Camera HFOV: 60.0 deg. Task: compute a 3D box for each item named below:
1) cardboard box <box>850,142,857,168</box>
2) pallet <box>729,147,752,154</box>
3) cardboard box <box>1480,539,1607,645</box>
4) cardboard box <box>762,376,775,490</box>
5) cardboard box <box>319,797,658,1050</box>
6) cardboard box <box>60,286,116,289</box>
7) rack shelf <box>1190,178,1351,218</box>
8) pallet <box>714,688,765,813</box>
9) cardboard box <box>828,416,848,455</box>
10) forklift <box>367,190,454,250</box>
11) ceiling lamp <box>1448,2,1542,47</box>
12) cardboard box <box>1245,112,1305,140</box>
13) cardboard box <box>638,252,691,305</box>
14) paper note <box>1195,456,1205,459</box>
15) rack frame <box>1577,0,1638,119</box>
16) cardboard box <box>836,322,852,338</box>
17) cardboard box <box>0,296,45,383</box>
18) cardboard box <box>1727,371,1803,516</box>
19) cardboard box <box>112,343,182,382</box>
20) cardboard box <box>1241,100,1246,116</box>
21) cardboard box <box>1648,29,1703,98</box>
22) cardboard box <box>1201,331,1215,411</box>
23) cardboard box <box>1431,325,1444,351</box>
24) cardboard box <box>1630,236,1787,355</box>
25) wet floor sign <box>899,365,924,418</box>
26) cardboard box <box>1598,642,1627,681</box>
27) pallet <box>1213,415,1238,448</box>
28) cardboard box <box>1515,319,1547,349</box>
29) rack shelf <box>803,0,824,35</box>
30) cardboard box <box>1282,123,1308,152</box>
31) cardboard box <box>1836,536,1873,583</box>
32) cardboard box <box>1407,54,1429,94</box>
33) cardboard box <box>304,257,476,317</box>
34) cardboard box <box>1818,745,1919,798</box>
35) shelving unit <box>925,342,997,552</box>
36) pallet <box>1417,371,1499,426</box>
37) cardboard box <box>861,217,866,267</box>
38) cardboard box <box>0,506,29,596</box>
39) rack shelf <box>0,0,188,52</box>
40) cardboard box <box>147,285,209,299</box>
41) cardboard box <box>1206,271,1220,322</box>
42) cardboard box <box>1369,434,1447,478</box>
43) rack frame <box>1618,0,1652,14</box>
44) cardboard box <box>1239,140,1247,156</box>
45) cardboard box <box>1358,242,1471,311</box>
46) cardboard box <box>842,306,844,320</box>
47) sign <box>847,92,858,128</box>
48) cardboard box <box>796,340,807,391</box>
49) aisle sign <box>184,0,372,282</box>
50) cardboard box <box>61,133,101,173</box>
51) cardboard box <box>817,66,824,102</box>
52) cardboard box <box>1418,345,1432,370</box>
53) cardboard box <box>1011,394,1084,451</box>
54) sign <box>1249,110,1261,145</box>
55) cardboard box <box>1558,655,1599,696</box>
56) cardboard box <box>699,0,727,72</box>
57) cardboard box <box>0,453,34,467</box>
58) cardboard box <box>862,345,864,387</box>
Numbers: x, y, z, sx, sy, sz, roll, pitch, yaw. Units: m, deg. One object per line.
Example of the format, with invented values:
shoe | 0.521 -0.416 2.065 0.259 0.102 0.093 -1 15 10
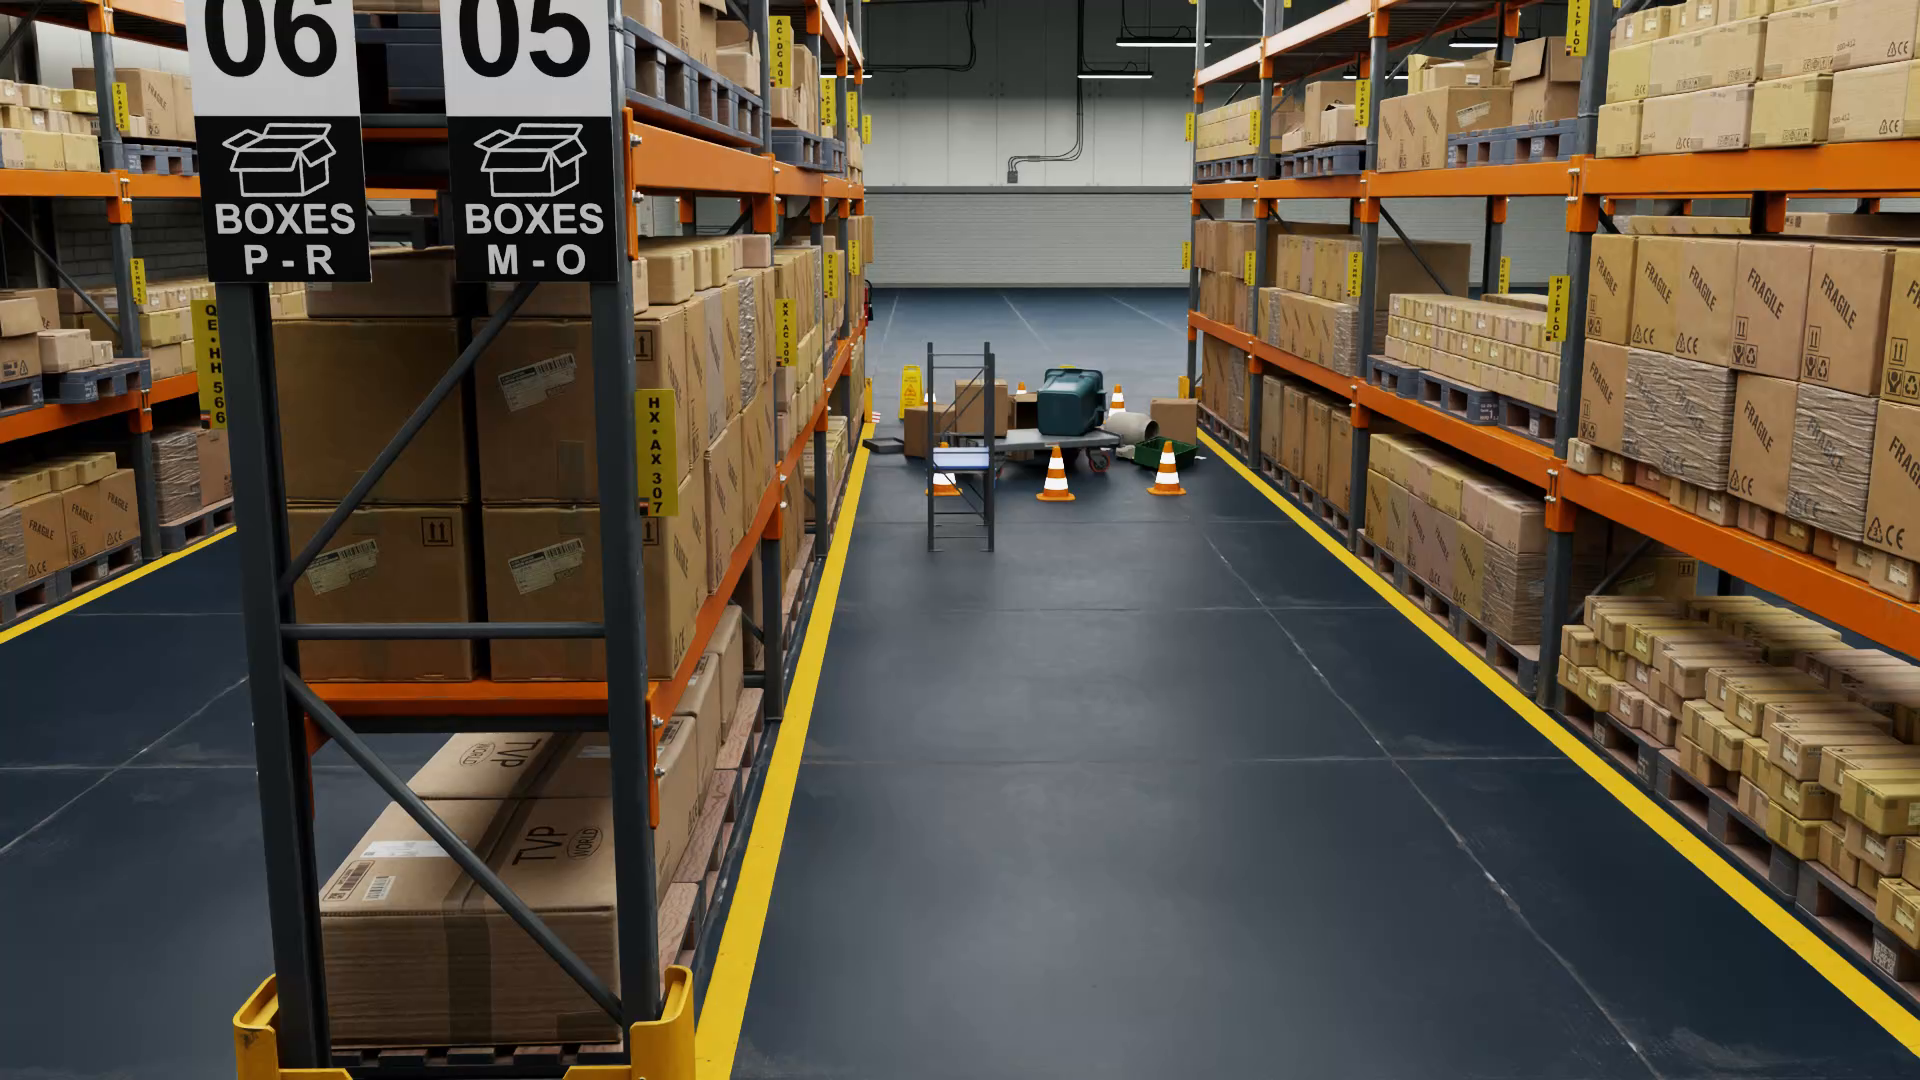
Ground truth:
cardboard box | -1.326 -3.975 17.191 0.500 0.250 0.500 0 11 -1
pallet | -1.476 -2.110 8.851 0.805 0.209 1.217 -1 11 -3
cardboard box | 3.272 0.281 9.359 0.500 0.500 0.500 0 11 -2
cardboard box | -1.143 -0.509 7.774 0.500 0.500 0.500 0 11 -1
cardboard box | -1.439 1.163 5.171 0.875 0.438 0.875 -1 11 -3
cardboard box | -6.798 -1.908 13.036 0.380 0.149 0.250 0 11 -2
rack shelf | 3.332 -3.697 18.004 1.077 0.370 4.000 0 11 -1
pallet | -1.470 0.967 7.763 1.003 0.211 1.213 0 11 -1
cardboard box | -1.560 -0.955 15.777 0.950 0.372 0.625 0 11 0
forklift | -4.063 -1.449 12.828 3.031 2.935 1.130 3 12 13
ceiling lamp | 11.339 -12.038 35.080 2.000 3.185 0.800 0 11 -1
cardboard box | 3.107 -4.076 16.383 0.500 0.250 0.500 0 11 -2
cardboard box | -1.023 -0.789 5.005 0.380 0.149 0.250 0 11 1
paper note | 2.455 -0.857 17.206 0.147 0.020 0.142 -10 15 -40
rack frame | 3.539 -3.532 7.836 1.000 3.000 0.127 0 11 -1
cardboard box | -1.259 -2.082 16.411 0.380 0.149 0.250 0 11 -1
cardboard box | -6.234 -1.258 10.400 0.797 0.503 0.637 -1 11 -2
cardboard box | 3.330 -0.382 6.398 0.500 0.500 0.500 0 11 2
cardboard box | -6.218 -1.341 12.503 0.500 0.250 0.500 0 11 -1
cardboard box | 3.038 -4.346 16.712 0.380 0.149 0.250 0 11 -1
cardboard box | 3.315 -2.038 7.134 0.500 0.250 0.500 0 11 -1
cardboard box | 3.371 -2.007 19.696 0.875 0.875 0.875 0 11 -1
cardboard box | 3.292 -1.312 10.809 0.380 0.149 0.250 0 11 -1
cardboard box | 3.331 -1.083 7.338 0.500 0.500 0.500 -1 11 -3
wet floor sign | -0.590 -1.825 20.433 0.267 0.644 0.232 4 12 18
cardboard box | 3.322 0.577 8.036 0.380 0.149 0.250 0 11 -1
pallet | 3.408 -1.210 18.493 1.003 0.211 1.213 0 11 -1
cardboard box | 3.326 -1.150 9.262 0.380 0.149 0.250 -1 11 -3
rack shelf | -1.449 -3.341 9.707 1.077 0.370 4.000 0 11 -1
cardboard box | 3.137 -3.720 15.337 0.258 0.266 0.396 0 11 -2
cardboard box | 3.340 0.060 5.850 0.380 0.149 0.250 -1 11 -4
cardboard box | 3.200 -3.097 11.060 0.396 0.266 0.258 0 11 -1
cardboard box | -1.533 -0.684 4.487 0.380 0.149 0.250 0 11 0
cardboard box | 3.335 0.846 5.962 0.380 0.149 0.250 -1 11 -3
shelving unit | -0.002 -0.752 12.994 0.538 1.500 1.048 0 11 -1
pallet | 3.538 -0.900 10.432 1.003 0.211 1.213 0 11 -1
cardboard box | -1.337 -3.116 17.361 0.700 0.500 0.500 0 11 -2
cardboard box | -6.187 0.084 10.333 0.500 0.500 0.500 -1 11 -3
rack shelf | -6.494 -4.115 13.522 1.077 0.370 4.000 0 11 -1
cardboard box | -6.256 -1.963 13.306 0.380 0.149 0.250 0 11 -1
cardboard box | 3.263 -2.756 18.723 0.875 0.550 0.550 0 11 -1
cardboard box | 3.229 -0.597 11.803 0.500 0.250 0.500 -1 11 -4
rack frame | 8.252 -5.918 19.595 1.000 3.000 0.127 0 11 -1
cardboard box | 3.034 -3.956 16.796 0.380 0.149 0.250 0 11 0
cardboard box | 3.457 -2.015 12.682 0.700 0.500 0.500 0 11 -1
cardboard box | -1.286 -2.123 15.556 0.380 0.149 0.250 0 11 0
sign | -1.018 -4.061 15.697 0.100 0.325 0.005 0 11 -1
cardboard box | -1.158 -1.015 9.640 0.500 0.250 0.500 0 11 0
aisle sign | -1.634 -1.015 3.978 0.394 0.787 0.004 0 11 -1
cardboard box | -6.200 -2.621 11.267 0.500 0.250 0.500 -1 11 -3
cardboard box | -1.332 -2.999 11.435 0.797 0.503 0.637 -1 12 -5
cardboard box | 3.283 -1.219 11.100 0.380 0.149 0.250 0 11 1
cardboard box | 0.939 -1.255 17.639 0.797 0.637 0.503 0 11 -1
sign | 2.819 -3.942 15.900 0.100 0.325 0.005 0 11 -1
cardboard box | 3.225 0.673 8.310 0.380 0.149 0.250 -1 11 -4
cardboard box | -1.348 -2.059 6.552 0.797 0.503 0.637 1 11 3
cardboard box | -6.754 -0.519 11.673 0.380 0.149 0.250 0 11 2
cardboard box | -1.378 -2.004 19.368 0.500 0.500 0.500 0 11 -1
